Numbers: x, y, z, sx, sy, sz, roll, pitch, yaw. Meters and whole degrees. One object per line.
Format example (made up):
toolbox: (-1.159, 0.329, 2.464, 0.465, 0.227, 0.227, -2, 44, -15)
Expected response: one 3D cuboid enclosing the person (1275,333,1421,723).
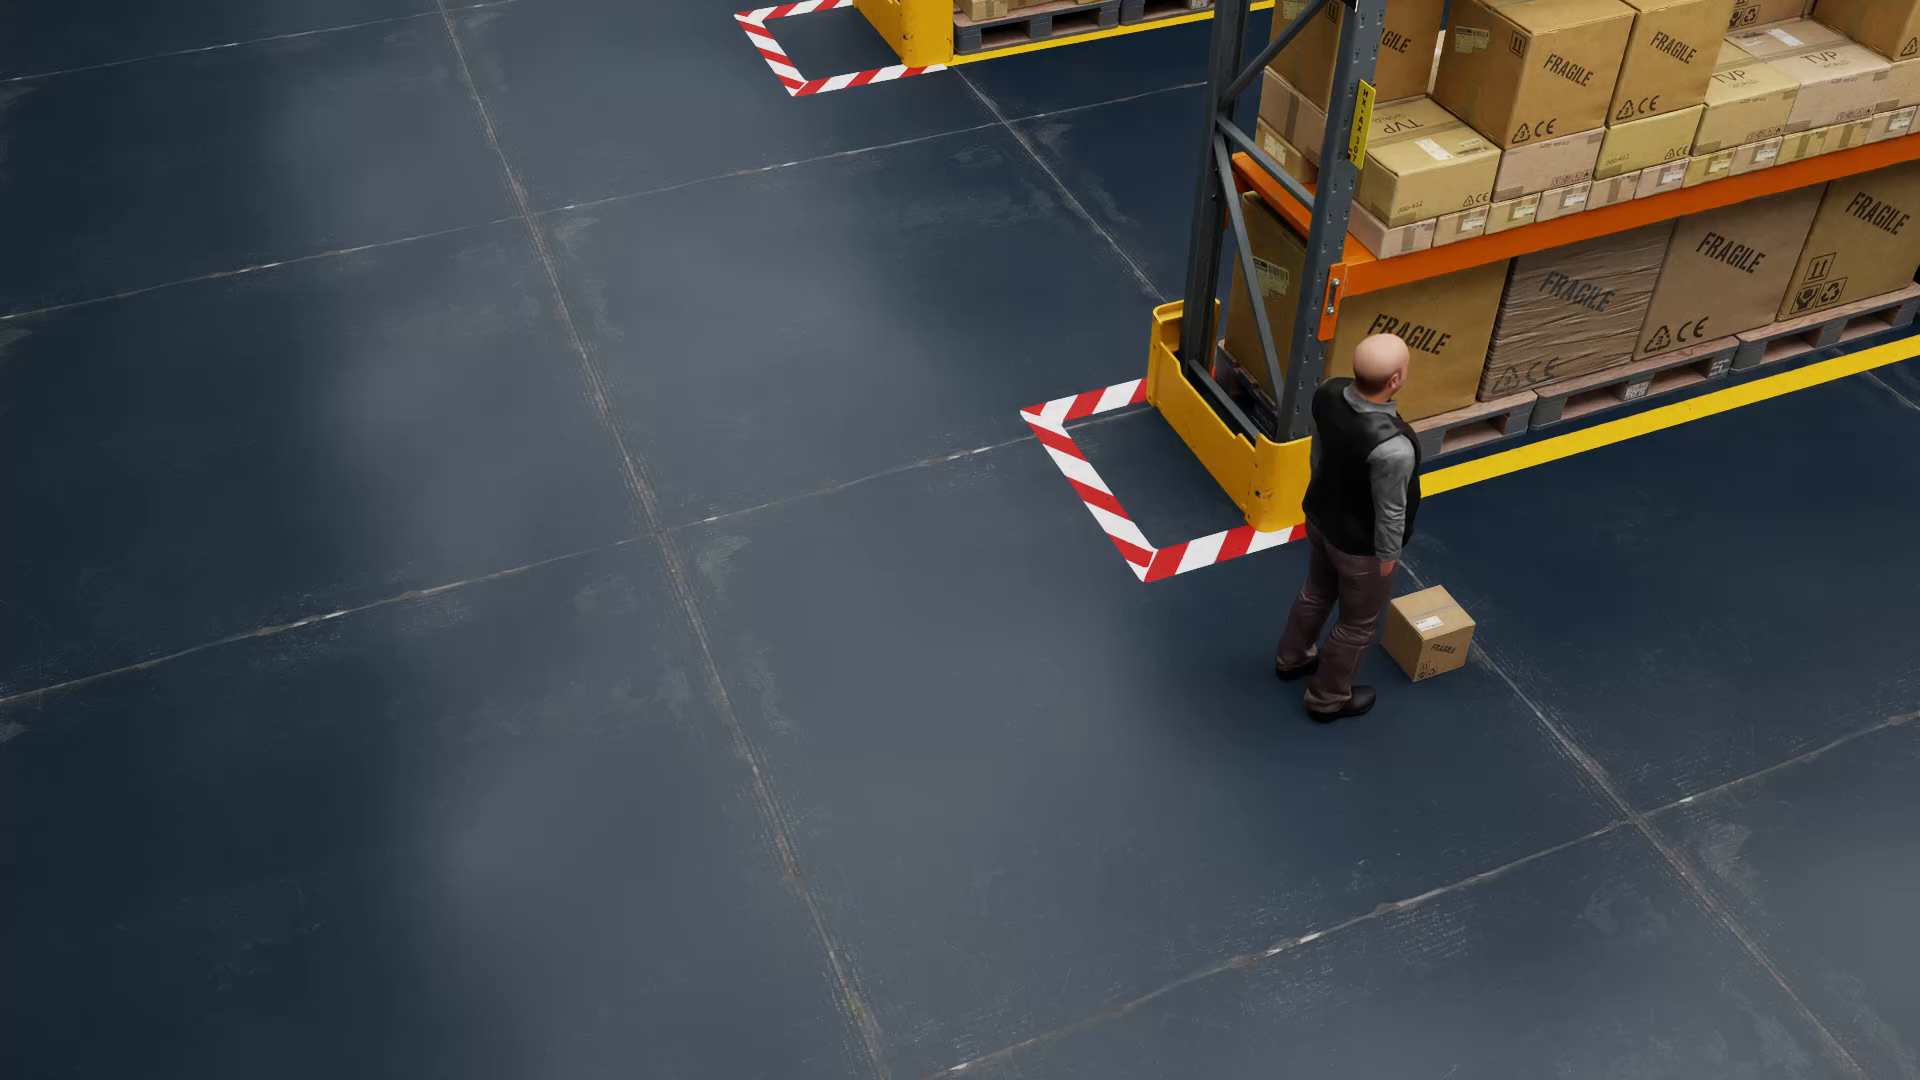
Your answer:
person: (1.483, -0.046, 6.246, 0.346, 1.732, 0.532, -14, 43, -16)
